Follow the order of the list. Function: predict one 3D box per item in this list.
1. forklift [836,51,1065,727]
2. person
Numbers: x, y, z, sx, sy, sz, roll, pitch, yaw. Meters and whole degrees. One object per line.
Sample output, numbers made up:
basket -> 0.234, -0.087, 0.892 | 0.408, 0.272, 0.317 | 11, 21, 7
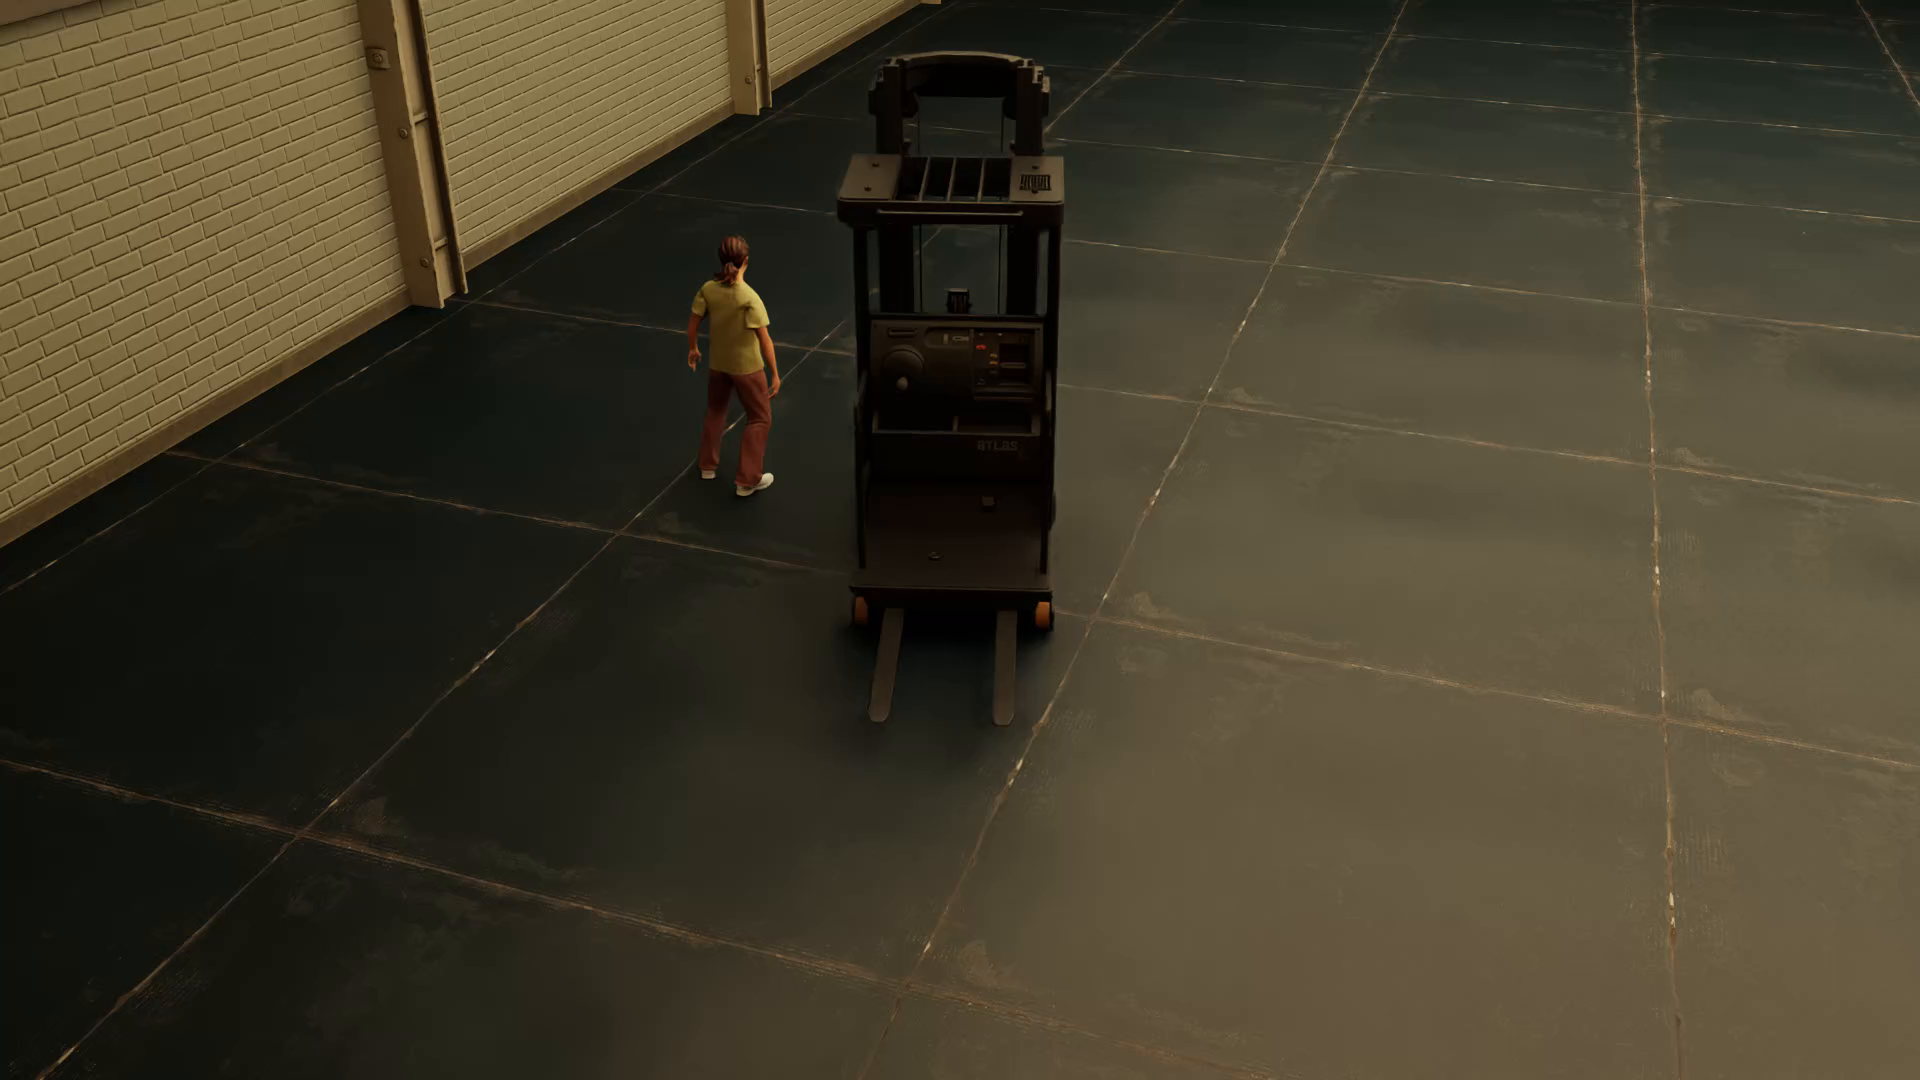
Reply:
forklift -> -0.028, -0.935, 8.777 | 1.130, 2.935, 3.031 | 1, 30, 2
person -> -1.411, -1.086, 10.344 | 0.759, 1.648, 0.366 | 14, 32, 23
